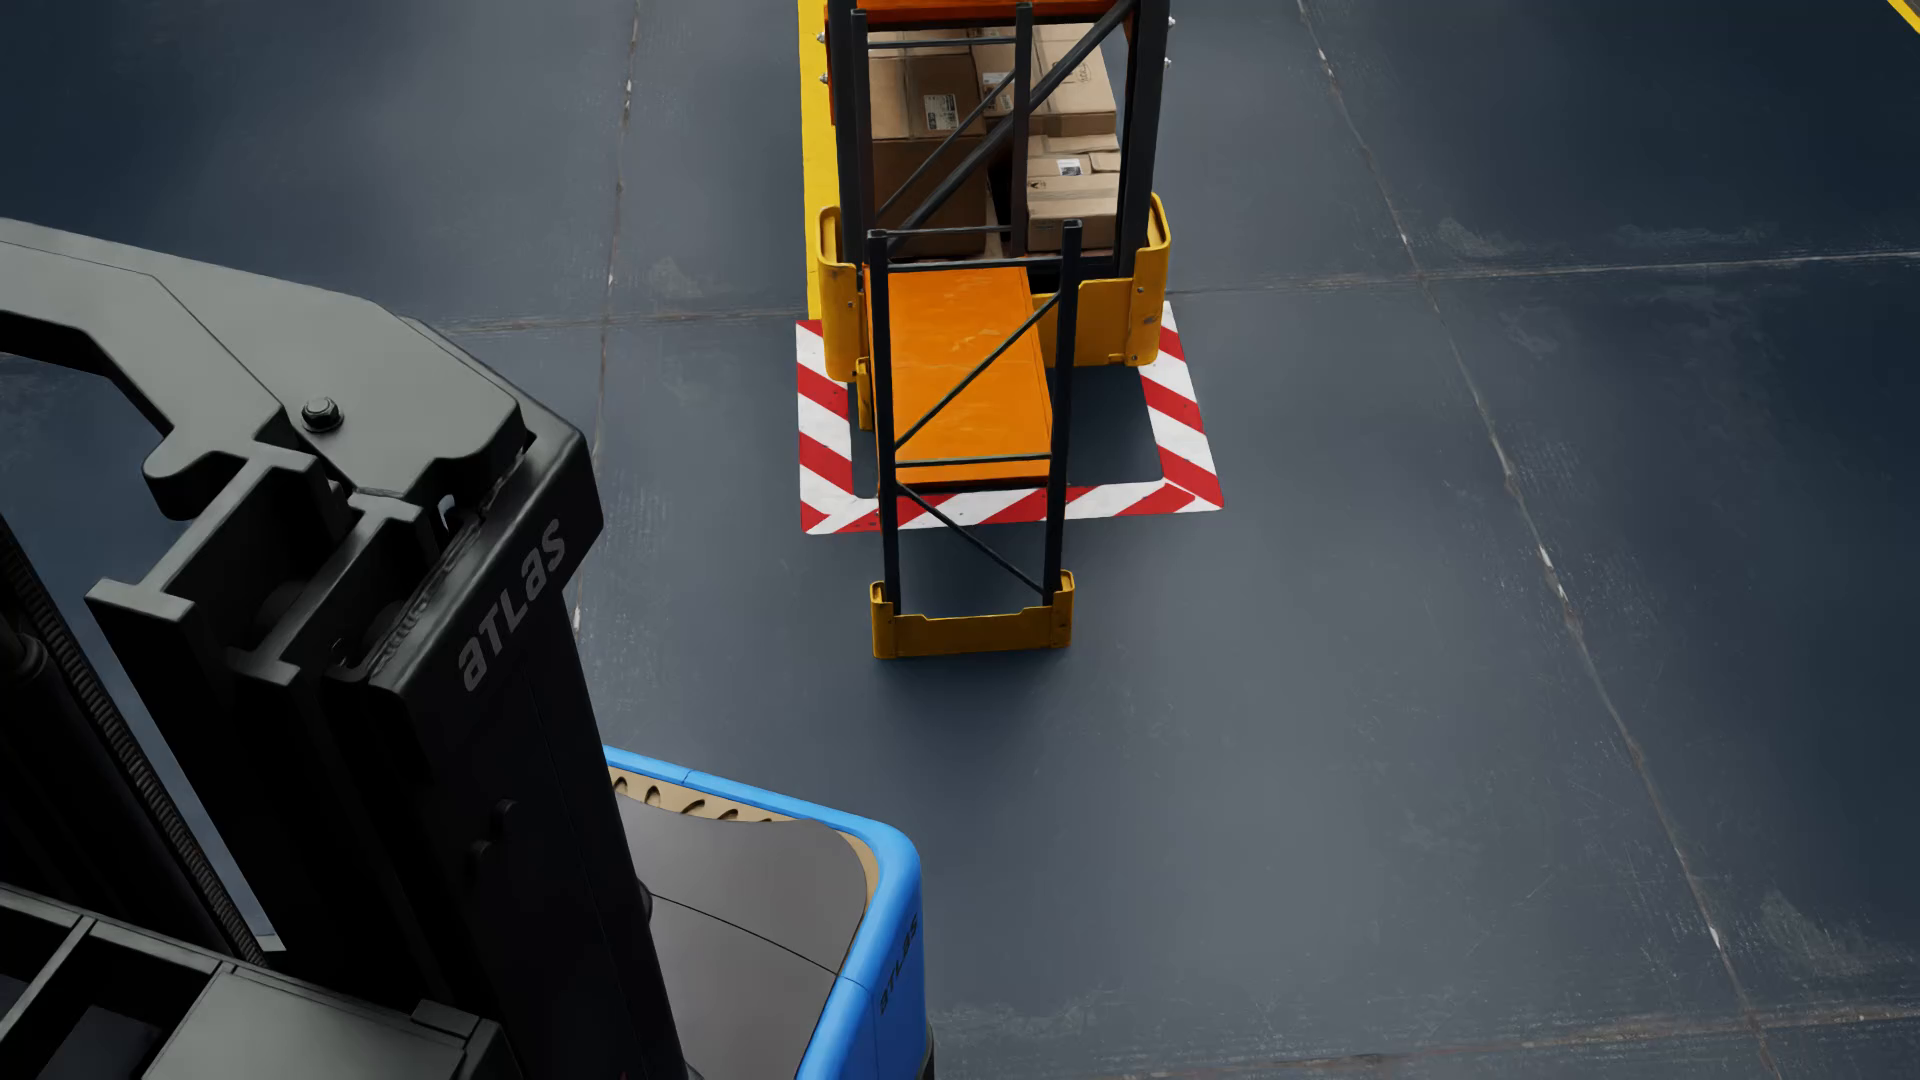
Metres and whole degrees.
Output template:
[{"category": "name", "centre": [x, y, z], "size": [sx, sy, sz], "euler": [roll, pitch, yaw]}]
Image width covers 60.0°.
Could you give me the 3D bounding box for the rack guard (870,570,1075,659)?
[{"category": "rack guard", "centre": [0.035, 0.219, 4.870], "size": [0.587, 0.250, 0.087], "euler": [-3, 47, -3]}]

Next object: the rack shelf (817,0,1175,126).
[{"category": "rack shelf", "centre": [-0.055, -2.880, 6.407], "size": [1.077, 0.370, 4.000], "euler": [-3, 47, -3]}]

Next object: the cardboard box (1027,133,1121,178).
[{"category": "cardboard box", "centre": [0.399, -1.362, 6.122], "size": [0.380, 0.166, 0.250], "euler": [-3, 47, -3]}]

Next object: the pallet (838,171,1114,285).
[{"category": "pallet", "centre": [0.039, -1.353, 6.386], "size": [1.003, 0.211, 1.213], "euler": [-3, 47, -3]}]

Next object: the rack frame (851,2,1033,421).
[{"category": "rack frame", "centre": [-0.050, -0.945, 5.112], "size": [0.500, 1.500, 0.032], "euler": [-3, 47, -3]}]

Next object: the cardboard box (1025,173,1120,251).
[{"category": "cardboard box", "centre": [0.420, -1.175, 5.957], "size": [0.380, 0.149, 0.250], "euler": [-3, 47, -3]}]

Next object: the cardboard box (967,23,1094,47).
[{"category": "cardboard box", "centre": [0.266, -2.020, 6.688], "size": [0.500, 0.250, 0.500], "euler": [-3, 47, -3]}]

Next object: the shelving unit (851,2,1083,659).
[{"category": "shelving unit", "centre": [-0.006, -0.571, 4.758], "size": [0.587, 1.500, 1.083], "euler": [-3, 47, -3]}]

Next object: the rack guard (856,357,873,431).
[{"category": "rack guard", "centre": [-0.048, -0.501, 5.553], "size": [0.587, 0.250, 0.087], "euler": [-3, 47, -3]}]

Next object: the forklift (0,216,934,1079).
[{"category": "forklift", "centre": [-1.004, 1.210, 2.085], "size": [1.130, 2.935, 3.031], "euler": [13, 48, 12]}]

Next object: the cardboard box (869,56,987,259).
[{"category": "cardboard box", "centre": [-0.178, -1.350, 5.882], "size": [0.500, 0.500, 0.500], "euler": [-3, 47, -3]}]

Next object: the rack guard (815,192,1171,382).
[{"category": "rack guard", "centre": [0.106, -0.876, 5.735], "size": [1.175, 0.500, 0.348], "euler": [-3, 47, -3]}]

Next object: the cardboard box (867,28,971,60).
[{"category": "cardboard box", "centre": [-0.228, -1.954, 6.625], "size": [0.500, 0.250, 0.500], "euler": [-3, 47, -3]}]

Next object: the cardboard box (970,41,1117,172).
[{"category": "cardboard box", "centre": [0.308, -1.658, 6.345], "size": [0.500, 0.250, 0.500], "euler": [-3, 47, -3]}]

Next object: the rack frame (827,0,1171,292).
[{"category": "rack frame", "centre": [0.113, -1.680, 4.775], "size": [1.000, 3.000, 0.127], "euler": [-3, 47, -3]}]

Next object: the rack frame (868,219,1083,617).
[{"category": "rack frame", "centre": [0.035, -0.210, 4.416], "size": [0.500, 1.500, 0.032], "euler": [-3, 47, -3]}]

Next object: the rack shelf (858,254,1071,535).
[{"category": "rack shelf", "centre": [-0.007, -0.454, 4.895], "size": [0.538, 0.185, 1.000], "euler": [-3, 47, -3]}]
